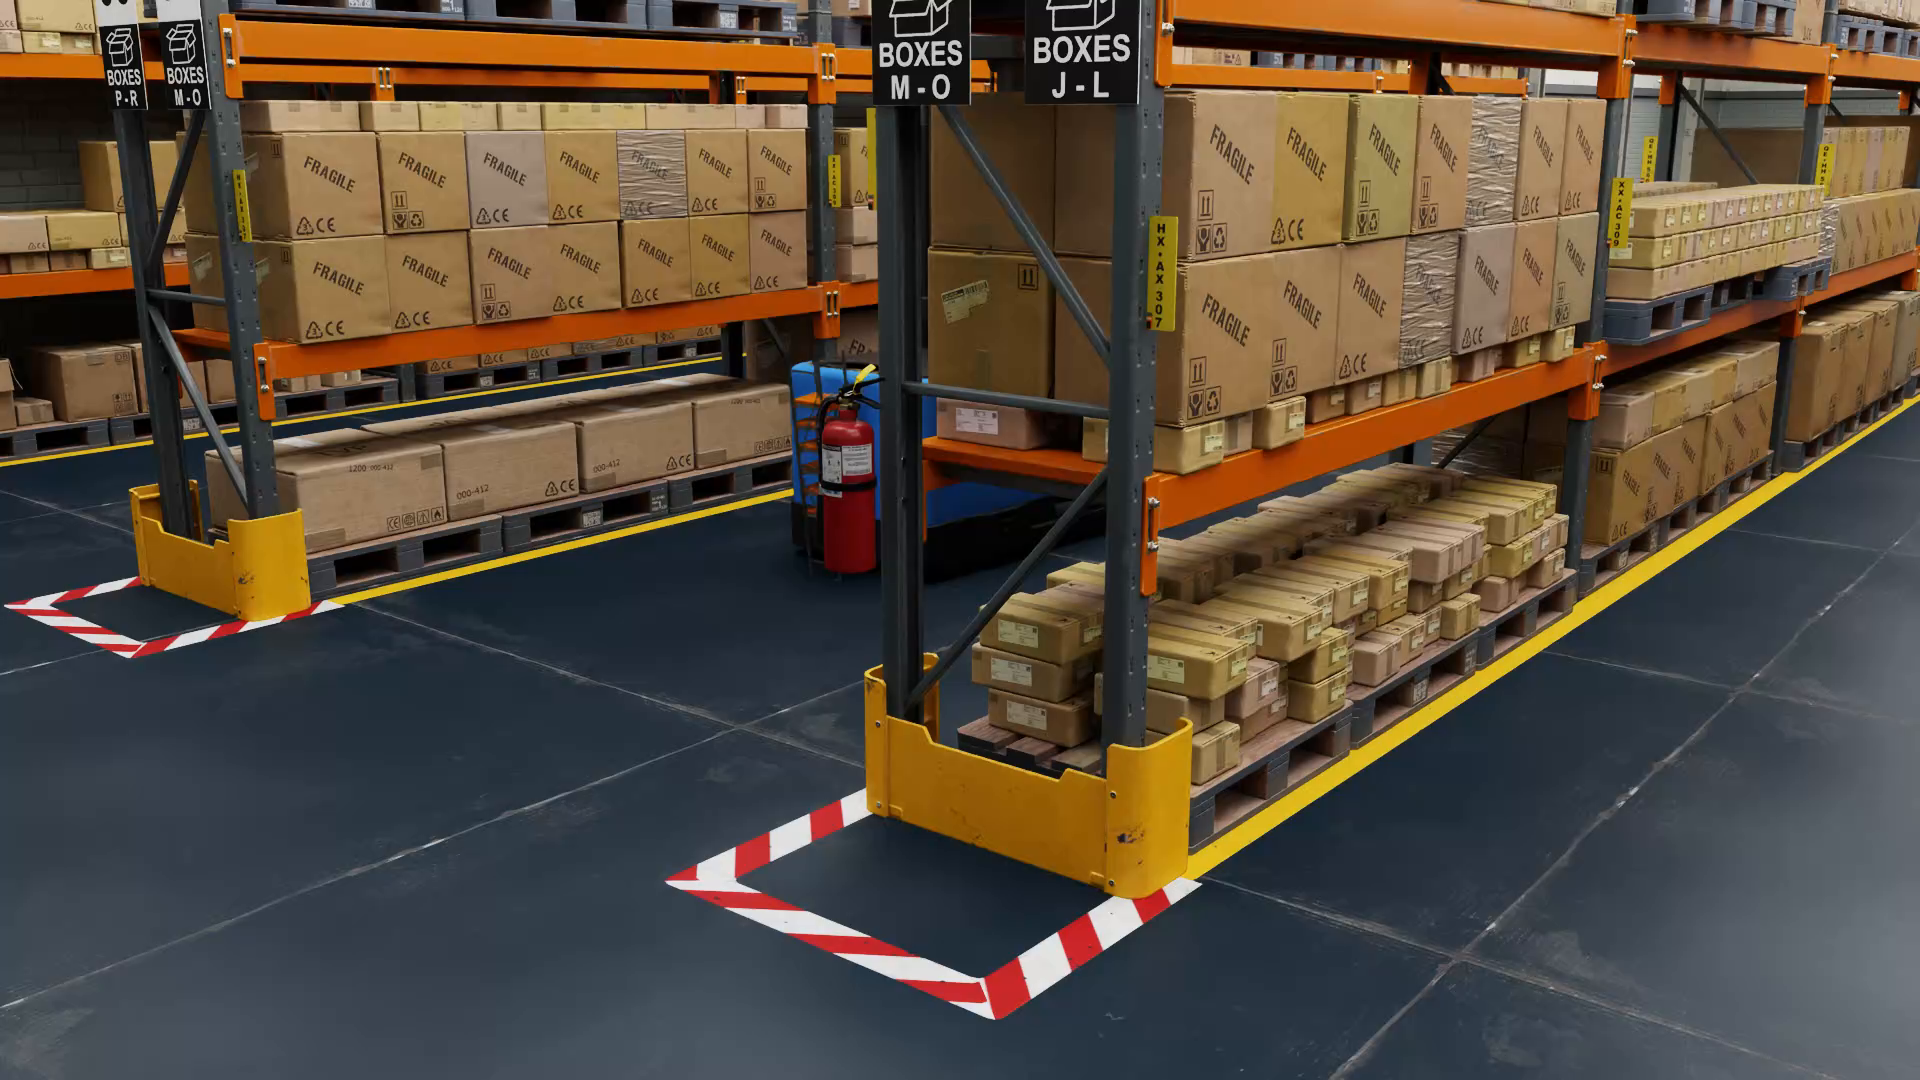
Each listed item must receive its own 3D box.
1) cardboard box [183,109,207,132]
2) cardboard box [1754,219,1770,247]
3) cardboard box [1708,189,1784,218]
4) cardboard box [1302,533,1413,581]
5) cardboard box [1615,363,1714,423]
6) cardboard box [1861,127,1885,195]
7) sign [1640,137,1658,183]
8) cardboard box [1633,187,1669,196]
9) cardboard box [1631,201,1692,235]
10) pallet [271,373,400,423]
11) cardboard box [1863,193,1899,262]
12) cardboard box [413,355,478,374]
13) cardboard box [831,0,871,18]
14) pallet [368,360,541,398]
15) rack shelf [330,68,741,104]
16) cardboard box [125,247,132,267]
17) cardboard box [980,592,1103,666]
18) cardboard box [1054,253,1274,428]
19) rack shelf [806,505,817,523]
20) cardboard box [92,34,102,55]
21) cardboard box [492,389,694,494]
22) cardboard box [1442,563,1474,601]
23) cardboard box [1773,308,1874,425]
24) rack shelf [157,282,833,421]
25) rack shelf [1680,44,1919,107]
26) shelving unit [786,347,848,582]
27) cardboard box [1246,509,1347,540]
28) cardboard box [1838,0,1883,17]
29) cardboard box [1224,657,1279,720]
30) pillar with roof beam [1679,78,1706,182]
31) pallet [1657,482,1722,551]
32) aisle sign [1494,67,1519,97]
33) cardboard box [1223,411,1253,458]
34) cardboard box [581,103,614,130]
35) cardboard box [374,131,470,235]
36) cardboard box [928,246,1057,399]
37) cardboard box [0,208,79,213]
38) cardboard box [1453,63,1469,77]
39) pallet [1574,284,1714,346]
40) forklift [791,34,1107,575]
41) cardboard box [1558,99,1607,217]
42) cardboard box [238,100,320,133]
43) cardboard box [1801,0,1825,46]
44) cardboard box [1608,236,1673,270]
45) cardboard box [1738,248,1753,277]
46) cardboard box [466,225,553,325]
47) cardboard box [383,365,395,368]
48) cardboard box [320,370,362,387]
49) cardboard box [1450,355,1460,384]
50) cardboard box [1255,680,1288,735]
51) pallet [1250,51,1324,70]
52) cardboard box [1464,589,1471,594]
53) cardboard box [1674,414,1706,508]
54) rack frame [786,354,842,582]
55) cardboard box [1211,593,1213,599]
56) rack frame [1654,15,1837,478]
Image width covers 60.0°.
[{"bbox_3d":[-3.687,-2.126,8.347,0.380,0.149,0.250,12,18,38],"label":"cardboard box"},{"bbox_3d":[4.420,-1.777,9.581,0.380,0.149,0.250,12,18,39],"label":"cardboard box"},{"bbox_3d":[4.589,-1.974,9.752,0.380,0.149,0.250,11,18,38],"label":"cardboard box"},{"bbox_3d":[1.646,0.092,6.897,0.380,0.149,0.250,11,18,38],"label":"cardboard box"},{"bbox_3d":[3.998,-0.853,9.591,0.500,0.250,0.500,12,19,40],"label":"cardboard box"},{"bbox_3d":[6.752,-2.971,12.994,0.700,0.500,0.500,11,18,38],"label":"cardboard box"},{"bbox_3d":[4.751,-2.610,11.455,0.100,0.325,0.005,11,18,38],"label":"sign"},{"bbox_3d":[4.084,-2.075,10.146,0.380,0.149,0.250,12,19,40],"label":"cardboard box"},{"bbox_3d":[3.447,-1.627,8.383,0.380,0.149,0.250,12,18,39],"label":"cardboard box"},{"bbox_3d":[-5.538,-1.229,14.032,1.003,0.211,1.213,11,18,38],"label":"pallet"},{"bbox_3d":[6.944,-2.444,12.946,0.500,0.500,0.500,11,18,38],"label":"cardboard box"},{"bbox_3d":[-4.626,-1.762,14.690,0.500,0.500,0.500,12,19,40],"label":"cardboard box"},{"bbox_3d":[-0.656,-3.578,10.945,0.396,0.266,0.258,11,18,37],"label":"cardboard box"},{"bbox_3d":[-4.624,-1.522,15.186,1.003,0.211,1.213,11,18,38],"label":"pallet"},{"bbox_3d":[-3.849,-4.200,15.433,1.077,0.370,4.000,11,18,38],"label":"rack shelf"},{"bbox_3d":[-6.202,-2.137,12.454,0.380,0.149,0.250,12,18,39],"label":"cardboard box"},{"bbox_3d":[0.293,0.317,6.010,0.380,0.149,0.250,12,18,38],"label":"cardboard box"},{"bbox_3d":[0.654,-0.668,5.352,0.500,0.500,0.500,12,19,40],"label":"cardboard box"},{"bbox_3d":[-0.676,-0.124,8.794,0.258,0.103,0.180,12,25,40],"label":"rack shelf"},{"bbox_3d":[-6.199,-3.582,12.047,0.380,0.149,0.250,11,18,38],"label":"cardboard box"},{"bbox_3d":[-2.283,-0.631,10.366,0.875,0.438,0.875,11,18,36],"label":"cardboard box"},{"bbox_3d":[2.027,0.138,7.320,0.380,0.149,0.250,12,18,39],"label":"cardboard box"},{"bbox_3d":[6.185,-1.348,12.552,1.050,0.750,0.750,12,18,38],"label":"cardboard box"},{"bbox_3d":[-2.499,-1.213,9.766,1.077,0.370,4.000,11,18,38],"label":"rack shelf"},{"bbox_3d":[6.442,-3.452,12.488,1.077,0.370,4.000,11,18,38],"label":"rack shelf"},{"bbox_3d":[-0.697,-0.393,8.702,0.258,1.200,0.189,12,25,40],"label":"shelving unit"},{"bbox_3d":[1.477,-0.020,7.338,0.380,0.149,0.250,10,18,35],"label":"cardboard box"},{"bbox_3d":[6.126,-3.798,11.636,0.500,0.250,0.500,12,18,39],"label":"cardboard box"},{"bbox_3d":[0.902,0.498,5.904,0.380,0.149,0.250,11,18,37],"label":"cardboard box"},{"bbox_3d":[23.502,-13.003,42.531,9.100,9.000,0.400,11,18,38],"label":"pillar with roof beam"},{"bbox_3d":[3.926,-0.230,10.101,1.003,0.211,1.213,11,18,38],"label":"pallet"},{"bbox_3d":[6.564,-5.470,19.781,0.394,0.787,0.004,11,18,38],"label":"aisle sign"},{"bbox_3d":[0.744,-0.377,5.523,0.380,0.149,0.250,12,19,40],"label":"cardboard box"},{"bbox_3d":[-2.184,-2.399,9.424,0.380,0.149,0.250,11,18,38],"label":"cardboard box"},{"bbox_3d":[-2.914,-1.859,8.616,0.500,0.500,0.500,11,18,36],"label":"cardboard box"},{"bbox_3d":[0.239,-0.750,5.677,0.500,0.500,0.500,12,18,39],"label":"cardboard box"},{"bbox_3d":[-6.897,-2.339,12.439,0.500,0.250,0.500,12,19,39],"label":"cardboard box"},{"bbox_3d":[5.362,-5.162,18.269,0.380,0.149,0.250,11,18,37],"label":"cardboard box"},{"bbox_3d":[3.265,-1.229,8.757,1.003,0.211,1.213,11,18,38],"label":"pallet"},{"bbox_3d":[0.410,-1.536,9.716,1.130,2.935,3.031,12,19,40],"label":"forklift"},{"bbox_3d":[2.586,-1.743,7.555,0.500,0.500,0.500,10,18,36],"label":"cardboard box"},{"bbox_3d":[-3.318,-2.051,8.053,0.380,0.149,0.250,12,18,39],"label":"cardboard box"},{"bbox_3d":[5.024,-3.318,10.295,0.500,0.500,0.500,11,18,38],"label":"cardboard box"},{"bbox_3d":[3.277,-1.428,8.205,0.380,0.149,0.250,12,18,38],"label":"cardboard box"},{"bbox_3d":[4.254,-1.583,9.418,0.380,0.149,0.250,10,17,35],"label":"cardboard box"},{"bbox_3d":[-2.602,-1.470,9.115,0.500,0.500,0.500,11,18,37],"label":"cardboard box"},{"bbox_3d":[-5.027,-1.844,15.012,0.500,0.500,0.500,11,18,37],"label":"cardboard box"},{"bbox_3d":[-5.227,-1.382,13.907,0.380,0.149,0.250,11,18,36],"label":"cardboard box"},{"bbox_3d":[1.852,-0.734,6.932,0.380,0.149,0.250,11,18,37],"label":"cardboard box"},{"bbox_3d":[0.987,0.584,6.168,0.380,0.149,0.250,12,18,38],"label":"cardboard box"},{"bbox_3d":[2.665,-4.539,15.686,1.213,0.211,1.003,11,18,38],"label":"pallet"},{"bbox_3d":[2.085,0.237,7.534,0.380,0.149,0.250,11,18,36],"label":"cardboard box"},{"bbox_3d":[3.992,-0.494,9.701,0.500,0.500,0.500,12,18,38],"label":"cardboard box"},{"bbox_3d":[-0.758,-0.366,8.638,0.240,1.200,0.006,12,25,40],"label":"rack frame"},{"bbox_3d":[0.908,0.256,6.856,0.380,0.149,0.250,12,18,38],"label":"cardboard box"},{"bbox_3d":[5.185,-1.964,11.261,1.000,3.000,0.127,11,18,38],"label":"rack frame"}]
